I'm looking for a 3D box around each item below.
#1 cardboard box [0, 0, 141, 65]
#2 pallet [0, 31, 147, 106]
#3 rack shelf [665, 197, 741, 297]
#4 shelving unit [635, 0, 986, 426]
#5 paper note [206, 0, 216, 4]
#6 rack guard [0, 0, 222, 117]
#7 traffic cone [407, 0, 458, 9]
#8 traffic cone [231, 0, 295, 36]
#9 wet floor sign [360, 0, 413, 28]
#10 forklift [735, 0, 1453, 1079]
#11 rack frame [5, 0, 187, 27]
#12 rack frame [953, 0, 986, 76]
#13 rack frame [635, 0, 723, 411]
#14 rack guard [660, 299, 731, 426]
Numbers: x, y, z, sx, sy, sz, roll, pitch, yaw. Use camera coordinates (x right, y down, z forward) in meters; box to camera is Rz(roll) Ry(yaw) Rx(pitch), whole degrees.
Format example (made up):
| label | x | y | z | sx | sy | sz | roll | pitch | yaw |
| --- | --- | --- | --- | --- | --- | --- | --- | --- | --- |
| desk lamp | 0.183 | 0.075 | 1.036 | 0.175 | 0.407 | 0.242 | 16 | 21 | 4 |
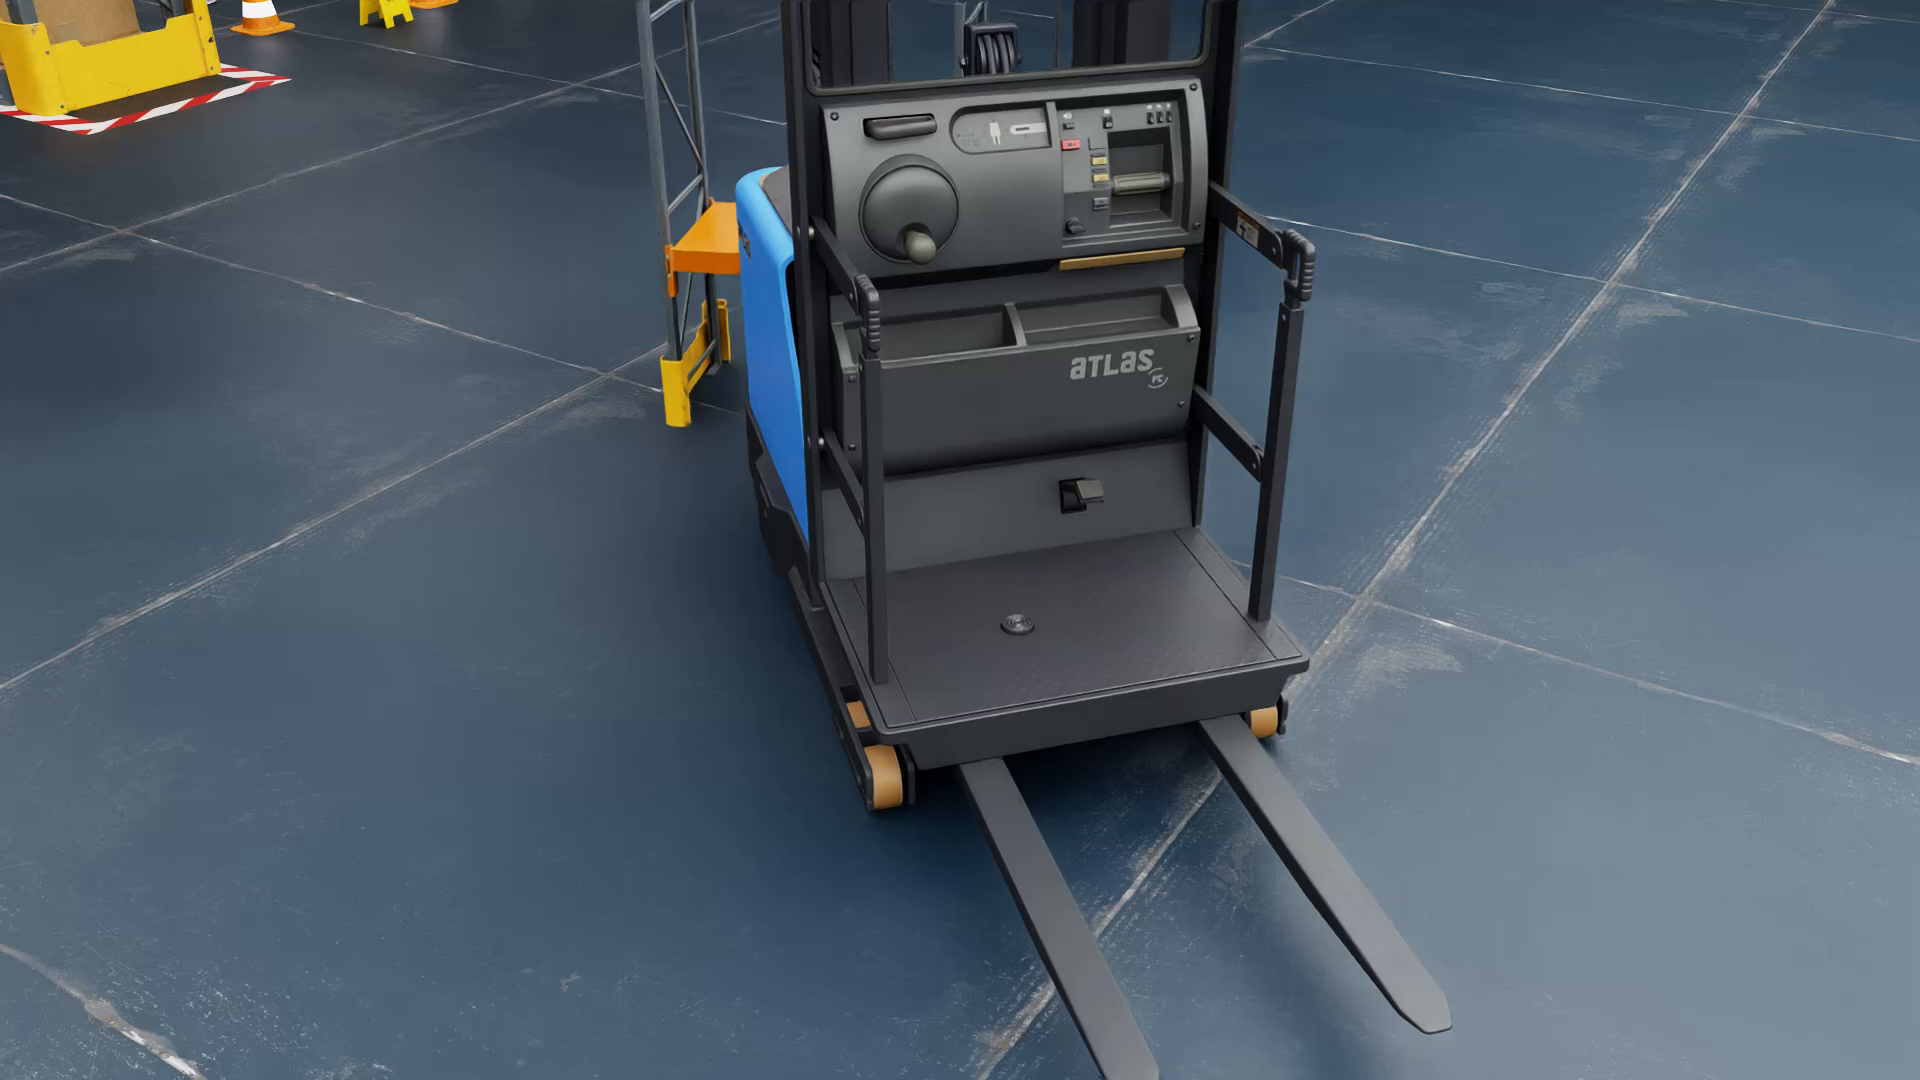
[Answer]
| label | x | y | z | sx | sy | sz | roll | pitch | yaw |
| --- | --- | --- | --- | --- | --- | --- | --- | --- | --- |
| cardboard box | -5.564 | -3.375 | 9.750 | 0.875 | 0.875 | 0.875 | 18 | 35 | 28 |
| pallet | -5.673 | -2.934 | 10.070 | 1.213 | 0.211 | 1.003 | 18 | 35 | 27 |
| rack shelf | -0.469 | -1.006 | 5.842 | 1.000 | 0.185 | 0.538 | 5 | 31 | 8 |
| shelving unit | -0.478 | -1.162 | 5.753 | 1.083 | 1.500 | 0.587 | 5 | 31 | 8 |
| paper note | -5.345 | -3.808 | 11.749 | 0.144 | 0.017 | 0.142 | -21 | 36 | -32 |
| rack guard | -4.934 | -2.872 | 9.676 | 0.348 | 0.500 | 1.175 | 18 | 35 | 27 |
| traffic cone | -3.760 | -4.002 | 11.650 | 0.334 | 0.463 | 0.336 | 18 | 35 | 27 |
| traffic cone | -4.649 | -3.610 | 10.979 | 0.334 | 0.463 | 0.336 | 18 | 35 | 27 |
| wet floor sign | -3.877 | -3.778 | 11.086 | 0.232 | 0.644 | 0.267 | 12 | 32 | 19 |
| forklift | 0.206 | -0.821 | 3.749 | 1.130 | 2.935 | 3.031 | -8 | 31 | -14 |
| rack frame | -4.954 | -3.958 | 9.057 | 0.127 | 3.000 | 1.000 | 18 | 35 | 27 |
| rack frame | 0.033 | -1.120 | 5.681 | 0.032 | 1.500 | 0.500 | 5 | 31 | 8 |
| rack frame | -0.971 | -1.202 | 5.822 | 0.032 | 1.500 | 0.500 | 5 | 31 | 8 |
| rack guard | -0.969 | -0.662 | 6.137 | 0.087 | 0.250 | 0.587 | 5 | 31 | 8 |
